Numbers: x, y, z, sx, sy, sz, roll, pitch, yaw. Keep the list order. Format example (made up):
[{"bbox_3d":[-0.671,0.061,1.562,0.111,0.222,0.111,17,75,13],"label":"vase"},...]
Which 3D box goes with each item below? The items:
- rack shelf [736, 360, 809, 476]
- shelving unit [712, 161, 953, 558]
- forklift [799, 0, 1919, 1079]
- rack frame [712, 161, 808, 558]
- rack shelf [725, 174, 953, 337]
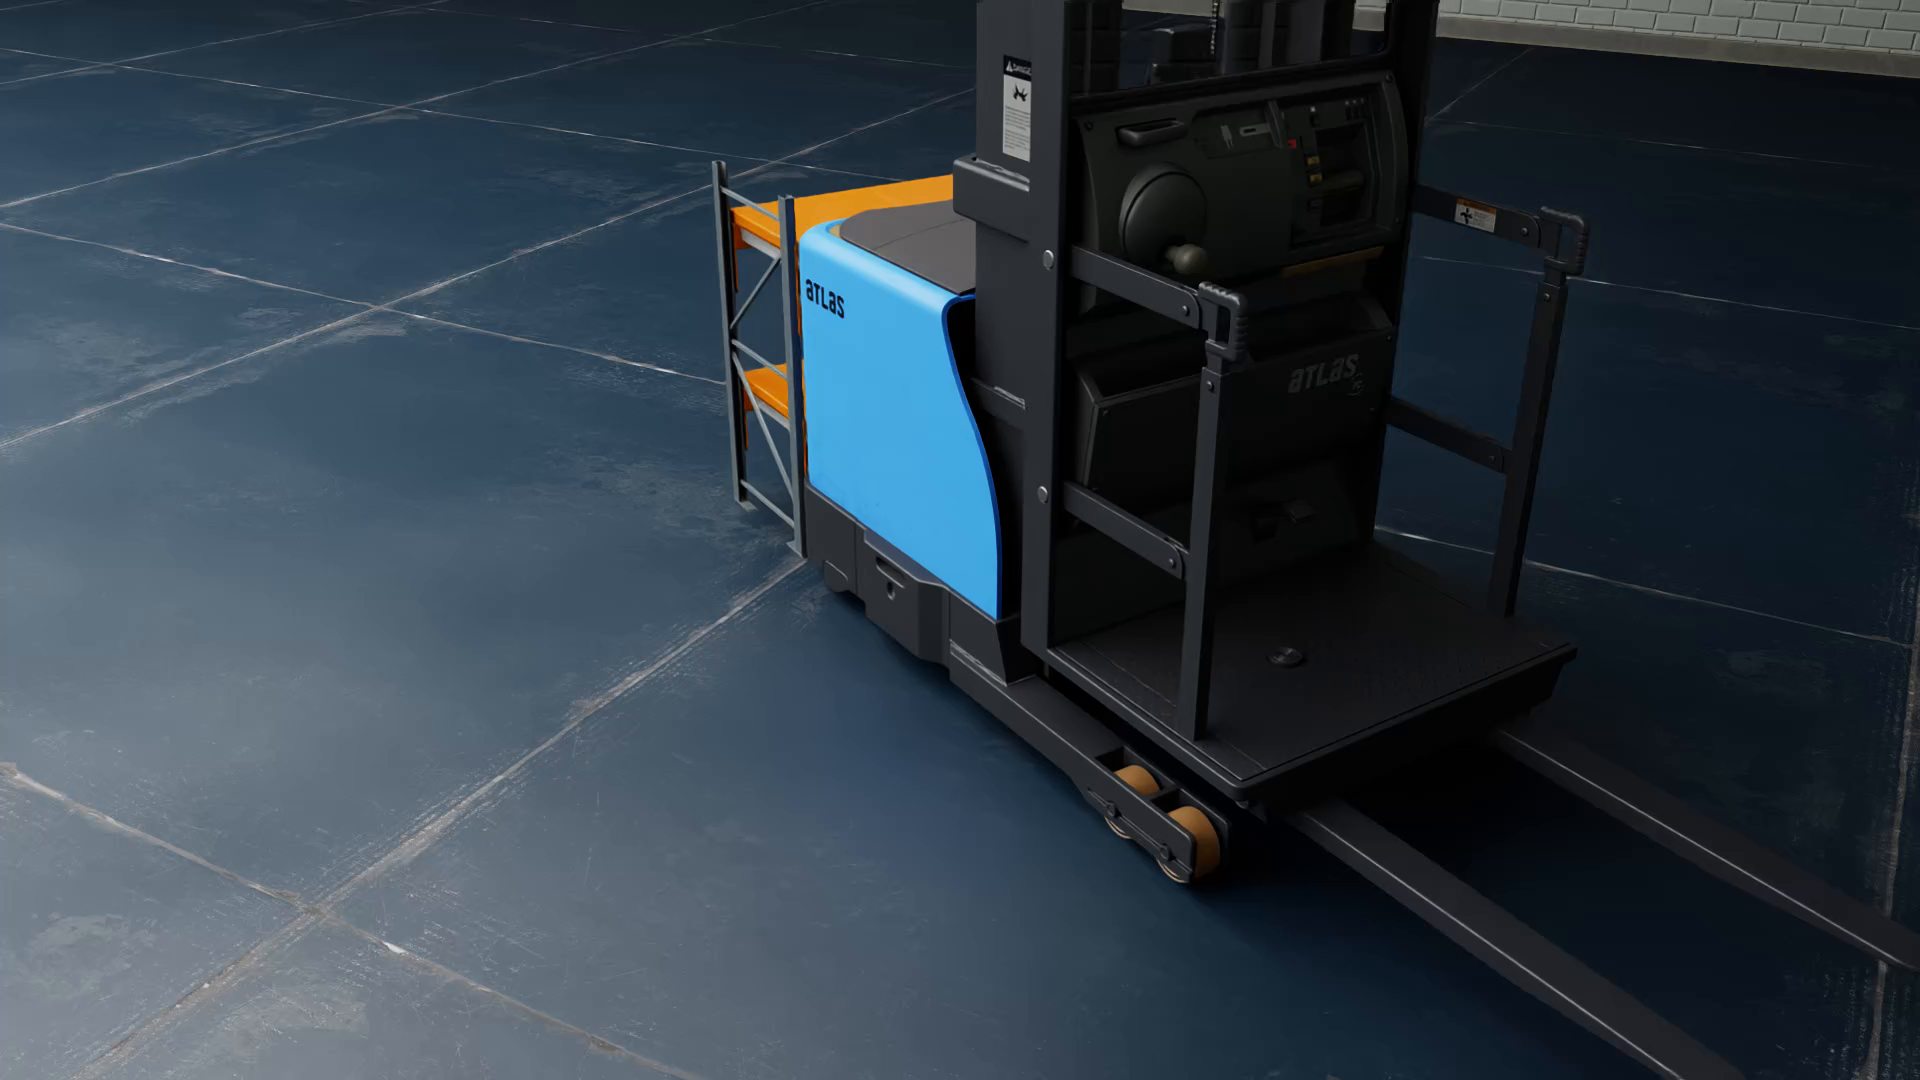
[{"bbox_3d":[-0.172,-0.446,5.431,1.000,0.278,0.538,-15,30,-28],"label":"rack shelf"},{"bbox_3d":[-0.172,-0.665,5.321,1.048,1.125,0.538,-15,30,-28],"label":"shelving unit"},{"bbox_3d":[0.768,-0.788,3.550,1.130,2.935,3.031,-16,31,-29],"label":"forklift"},{"bbox_3d":[-0.606,-0.546,5.084,0.032,1.125,0.500,-15,30,-28],"label":"rack frame"},{"bbox_3d":[-0.172,-0.926,5.190,1.000,0.278,0.538,-15,30,-28],"label":"rack shelf"}]
